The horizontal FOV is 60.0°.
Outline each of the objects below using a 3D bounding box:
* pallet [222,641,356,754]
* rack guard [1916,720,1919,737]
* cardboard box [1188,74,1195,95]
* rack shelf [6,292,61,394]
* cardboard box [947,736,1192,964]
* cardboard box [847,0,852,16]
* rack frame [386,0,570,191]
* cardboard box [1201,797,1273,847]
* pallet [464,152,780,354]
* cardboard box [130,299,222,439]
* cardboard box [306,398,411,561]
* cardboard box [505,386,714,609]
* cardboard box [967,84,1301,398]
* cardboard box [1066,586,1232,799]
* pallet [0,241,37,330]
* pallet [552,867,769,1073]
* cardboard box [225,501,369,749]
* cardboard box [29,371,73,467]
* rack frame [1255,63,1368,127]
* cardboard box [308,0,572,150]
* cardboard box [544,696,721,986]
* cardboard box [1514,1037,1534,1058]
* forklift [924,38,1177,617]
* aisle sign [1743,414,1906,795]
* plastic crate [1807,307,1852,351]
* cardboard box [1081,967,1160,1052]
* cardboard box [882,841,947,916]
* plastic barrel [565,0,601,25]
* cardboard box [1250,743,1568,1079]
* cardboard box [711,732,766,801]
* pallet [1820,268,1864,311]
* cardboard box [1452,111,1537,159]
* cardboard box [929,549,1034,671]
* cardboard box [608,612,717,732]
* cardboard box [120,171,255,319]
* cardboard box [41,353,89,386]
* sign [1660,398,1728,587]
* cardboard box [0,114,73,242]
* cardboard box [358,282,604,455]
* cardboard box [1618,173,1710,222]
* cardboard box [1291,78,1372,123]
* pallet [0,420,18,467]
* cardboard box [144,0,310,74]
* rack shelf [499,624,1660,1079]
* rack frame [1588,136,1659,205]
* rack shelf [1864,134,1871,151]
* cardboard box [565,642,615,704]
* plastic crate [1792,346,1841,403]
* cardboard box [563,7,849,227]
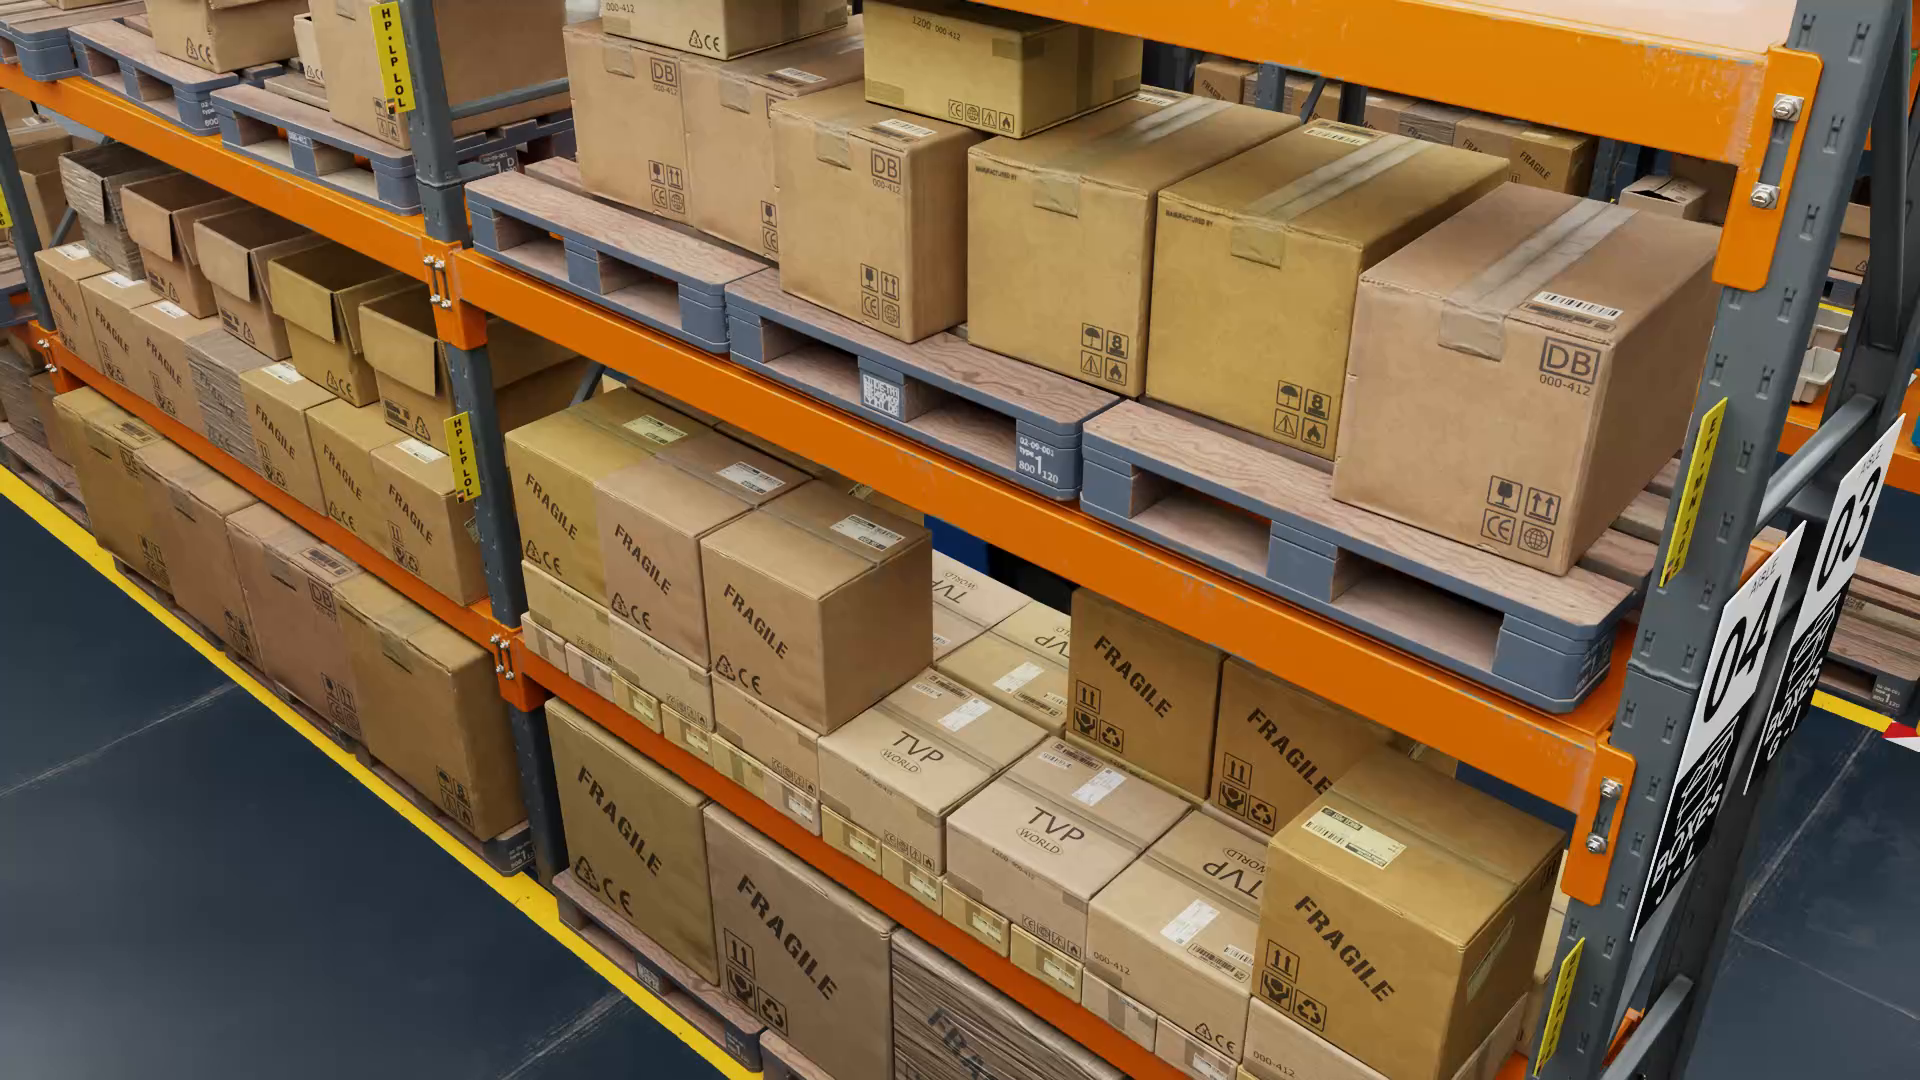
[{"bbox_3d":[-2.896,0.501,8.214,1.213,0.211,1.003,25,39,35],"label":"pallet"},{"bbox_3d":[4.951,0.531,7.883,0.348,0.500,1.175,25,39,35],"label":"rack guard"},{"bbox_3d":[2.128,-4.500,16.076,0.500,0.250,0.500,25,39,35],"label":"cardboard box"},{"bbox_3d":[-5.813,-1.802,10.032,4.000,0.370,1.077,25,39,35],"label":"rack shelf"},{"bbox_3d":[0.310,0.869,4.754,0.500,0.250,0.500,24,38,34],"label":"cardboard box"},{"bbox_3d":[-1.137,-5.668,18.016,0.500,0.250,0.500,25,39,35],"label":"cardboard box"},{"bbox_3d":[-1.365,-2.604,4.850,0.127,3.000,1.000,25,39,35],"label":"rack frame"},{"bbox_3d":[1.036,0.841,4.802,0.500,0.250,0.500,24,39,35],"label":"cardboard box"},{"bbox_3d":[-0.765,-0.994,5.170,1.213,0.211,1.003,25,39,35],"label":"pallet"},{"bbox_3d":[-3.387,-0.835,7.632,0.500,0.500,0.500,24,39,34],"label":"cardboard box"},{"bbox_3d":[-2.257,-0.308,6.756,0.500,0.500,0.500,26,40,36],"label":"cardboard box"},{"bbox_3d":[-1.181,-0.155,5.728,0.500,0.500,0.500,25,39,35],"label":"cardboard box"},{"bbox_3d":[0.427,-0.761,4.096,0.500,0.500,0.700,22,37,32],"label":"cardboard box"},{"bbox_3d":[0.667,0.347,4.895,0.500,0.500,0.500,24,38,34],"label":"cardboard box"},{"bbox_3d":[-4.930,-1.542,9.089,1.003,0.211,1.213,25,39,35],"label":"pallet"},{"bbox_3d":[-0.854,1.454,6.630,1.213,0.211,1.003,25,39,35],"label":"pallet"},{"bbox_3d":[-2.516,0.174,7.706,0.875,0.875,1.225,24,38,34],"label":"cardboard box"},{"bbox_3d":[-4.841,-0.760,9.601,0.500,0.500,0.700,23,38,33],"label":"cardboard box"},{"bbox_3d":[1.959,-1.928,9.544,0.127,3.000,1.000,25,39,35],"label":"rack frame"},{"bbox_3d":[-1.802,-1.738,5.817,0.500,0.500,0.700,26,40,36],"label":"cardboard box"},{"bbox_3d":[-0.929,0.956,6.407,0.875,0.875,0.875,25,39,35],"label":"cardboard box"},{"bbox_3d":[1.559,1.209,4.576,0.250,0.149,0.380,26,39,36],"label":"cardboard box"},{"bbox_3d":[0.813,-0.641,7.472,1.130,2.935,3.031,-21,37,-30],"label":"forklift"},{"bbox_3d":[1.856,0.147,3.577,0.004,0.787,0.394,25,39,35],"label":"aisle sign"},{"bbox_3d":[4.277,-1.045,8.275,0.298,0.136,0.250,25,39,35],"label":"plastic crate"},{"bbox_3d":[0.551,1.197,4.596,0.250,0.149,0.380,26,40,36],"label":"cardboard box"},{"bbox_3d":[-0.017,0.932,5.037,0.250,0.149,0.380,26,40,36],"label":"cardboard box"},{"bbox_3d":[-2.867,-4.086,12.997,0.433,0.535,0.433,0,31,0],"label":"plastic barrel"},{"bbox_3d":[1.063,0.898,3.980,0.500,0.500,0.500,26,39,36],"label":"cardboard box"},{"bbox_3d":[-0.592,0.664,5.482,0.250,0.149,0.380,24,39,34],"label":"cardboard box"},{"bbox_3d":[6.703,-1.965,12.310,1.213,0.211,1.003,25,39,35],"label":"pallet"},{"bbox_3d":[4.366,-3.174,13.610,0.500,0.500,0.500,25,39,35],"label":"cardboard box"},{"bbox_3d":[-0.098,0.310,5.683,0.500,0.250,0.500,26,40,36],"label":"cardboard box"},{"bbox_3d":[-0.827,0.340,5.634,0.500,0.250,0.500,25,39,35],"label":"cardboard box"},{"bbox_3d":[-3.318,-1.405,7.606,0.637,0.503,0.797,26,40,36],"label":"cardboard box"},{"bbox_3d":[-4.847,-1.077,9.401,0.500,0.250,0.500,27,40,37],"label":"cardboard box"},{"bbox_3d":[1.226,-0.077,2.780,0.005,0.325,0.100,25,39,35],"label":"sign"},{"bbox_3d":[-5.239,-1.967,9.105,0.700,0.500,0.500,-23,38,-33],"label":"cardboard box"},{"bbox_3d":[-1.844,-0.724,6.475,0.637,0.503,0.797,24,38,34],"label":"cardboard box"},{"bbox_3d":[5.451,-2.629,12.889,0.500,0.311,0.500,25,39,35],"label":"cardboard box"},{"bbox_3d":[3.226,-3.701,14.487,0.500,0.500,0.500,24,39,34],"label":"cardboard box"},{"bbox_3d":[-5.809,-0.917,10.568,1.213,0.211,1.003,25,39,35],"label":"pallet"},{"bbox_3d":[-2.802,-2.228,6.628,0.637,0.503,0.797,24,39,34],"label":"cardboard box"},{"bbox_3d":[0.118,0.967,5.433,4.000,0.370,1.077,25,39,35],"label":"rack shelf"},{"bbox_3d":[5.285,-3.820,12.688,0.127,3.000,1.000,25,39,35],"label":"rack frame"},{"bbox_3d":[6.768,-2.820,11.724,4.000,0.370,1.077,25,39,35],"label":"rack shelf"},{"bbox_3d":[-1.174,0.394,5.930,0.250,0.149,0.380,24,38,34],"label":"cardboard box"},{"bbox_3d":[3.993,-0.775,7.826,0.243,0.136,0.396,25,39,35],"label":"plastic crate"},{"bbox_3d":[-0.744,-1.336,5.052,0.500,0.500,0.700,22,38,32],"label":"cardboard box"}]
